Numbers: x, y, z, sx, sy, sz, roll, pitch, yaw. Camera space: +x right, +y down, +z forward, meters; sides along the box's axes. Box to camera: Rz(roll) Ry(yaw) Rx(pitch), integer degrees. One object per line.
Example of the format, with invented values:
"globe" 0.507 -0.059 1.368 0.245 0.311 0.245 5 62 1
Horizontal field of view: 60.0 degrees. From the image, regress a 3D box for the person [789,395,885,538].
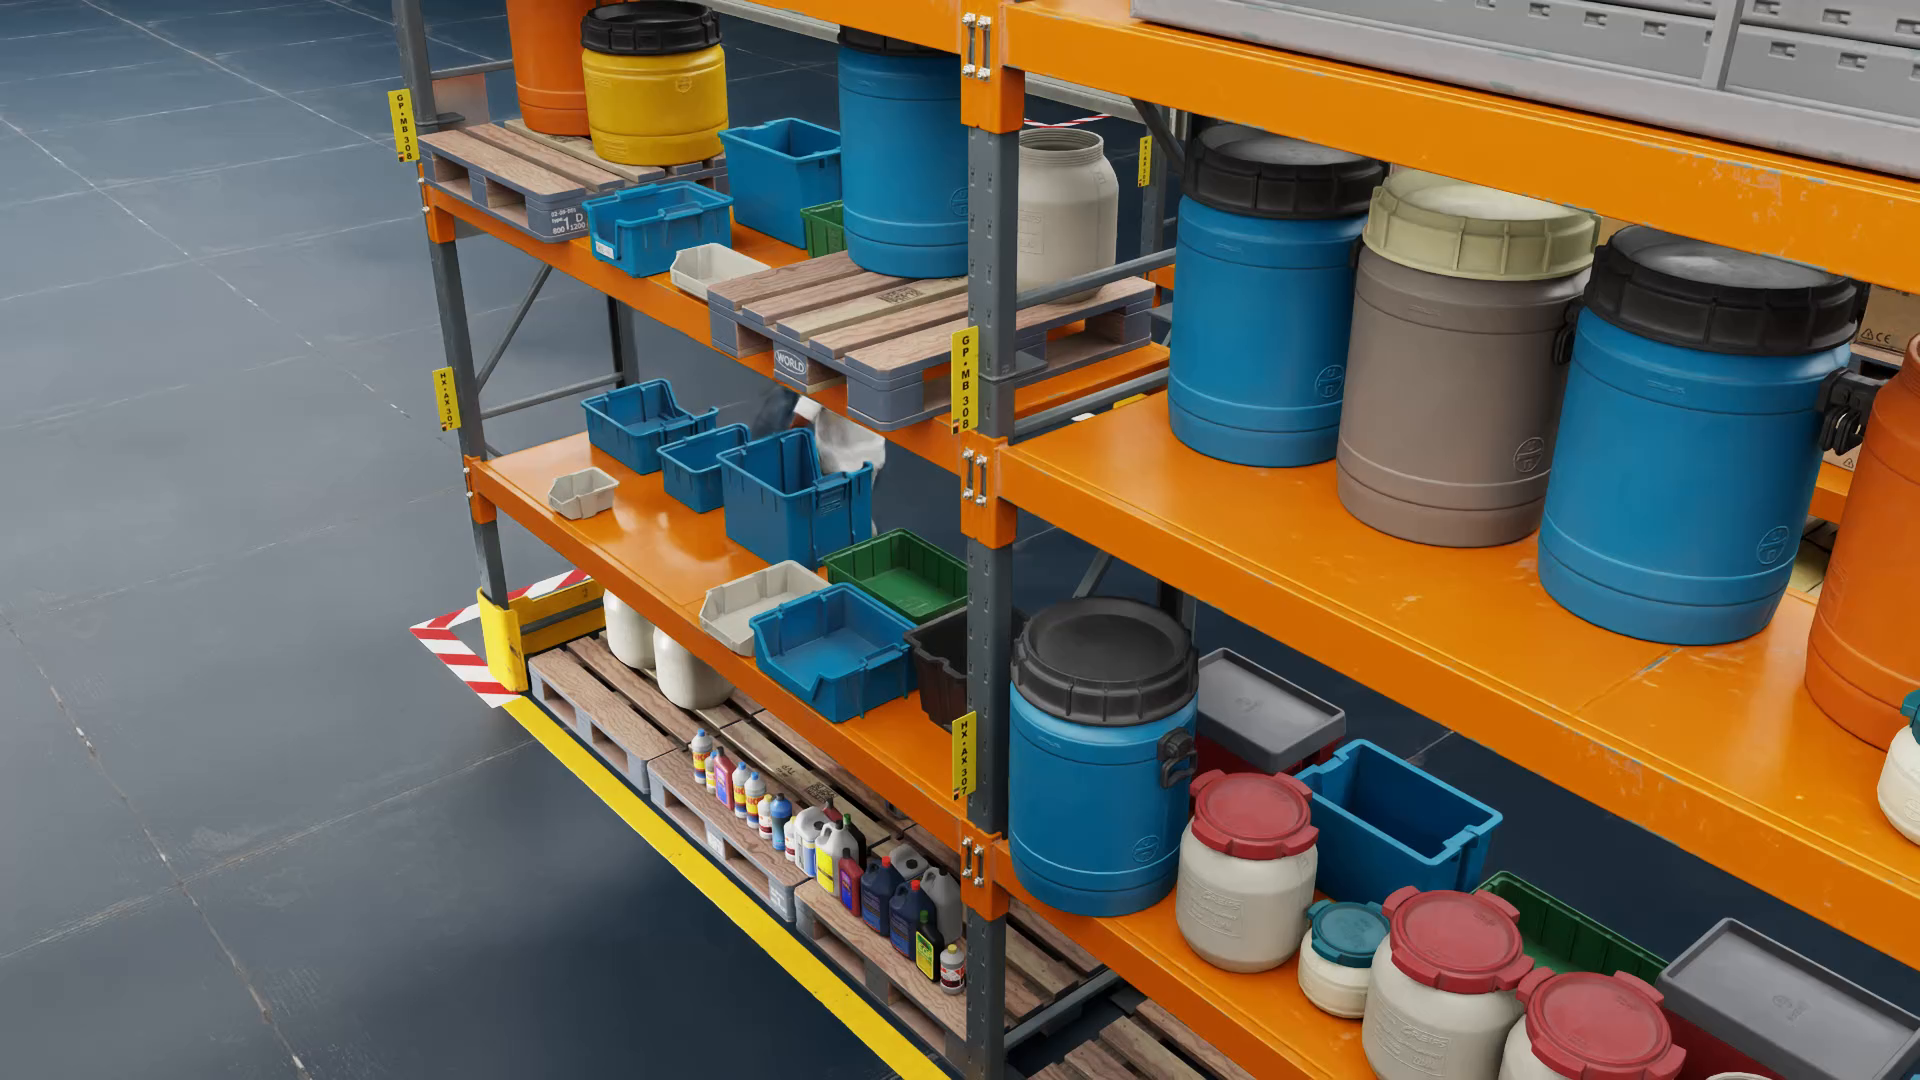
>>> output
"person" -0.682 -0.482 9.552 0.804 1.720 0.552 -18 33 -31
